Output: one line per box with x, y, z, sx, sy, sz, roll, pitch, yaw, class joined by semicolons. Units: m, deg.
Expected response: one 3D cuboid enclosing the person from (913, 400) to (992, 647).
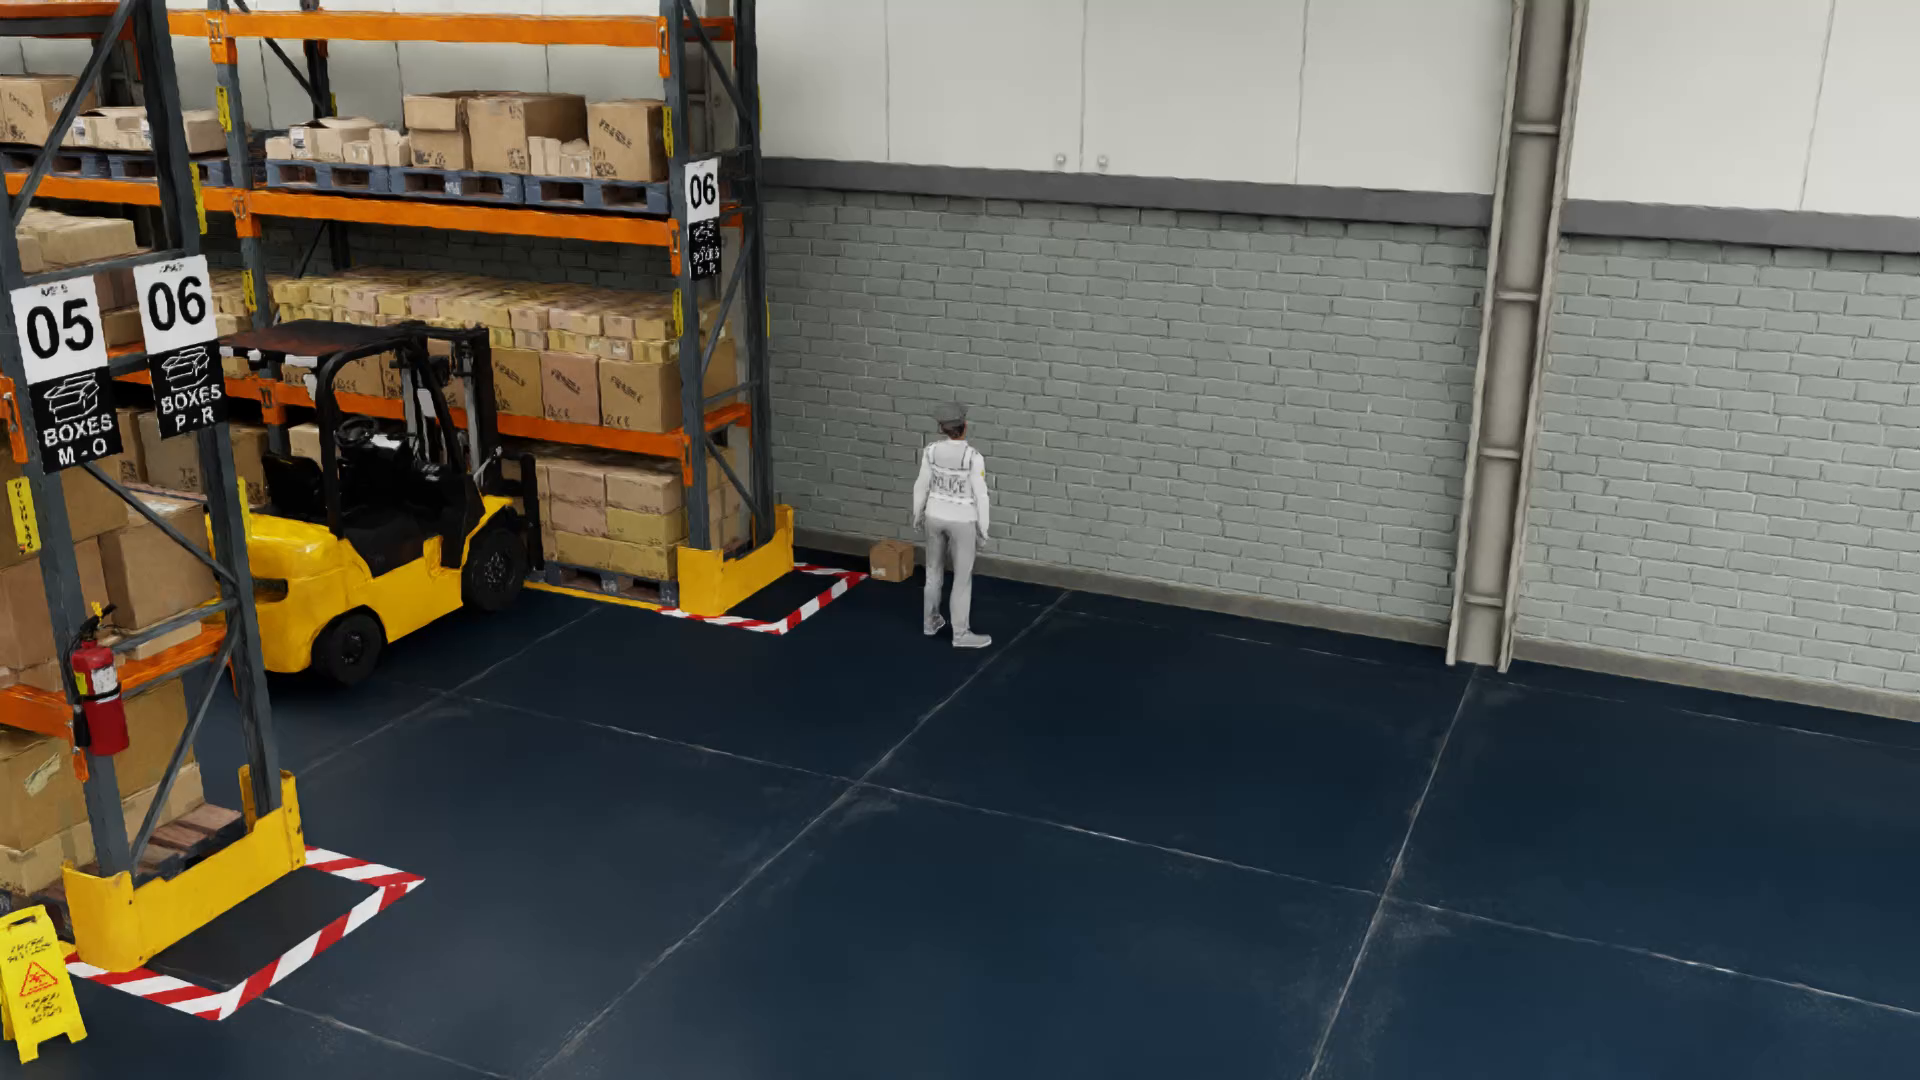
-0.053;-0.118;11.300;0.597;1.684;0.389;9;21;24;person
